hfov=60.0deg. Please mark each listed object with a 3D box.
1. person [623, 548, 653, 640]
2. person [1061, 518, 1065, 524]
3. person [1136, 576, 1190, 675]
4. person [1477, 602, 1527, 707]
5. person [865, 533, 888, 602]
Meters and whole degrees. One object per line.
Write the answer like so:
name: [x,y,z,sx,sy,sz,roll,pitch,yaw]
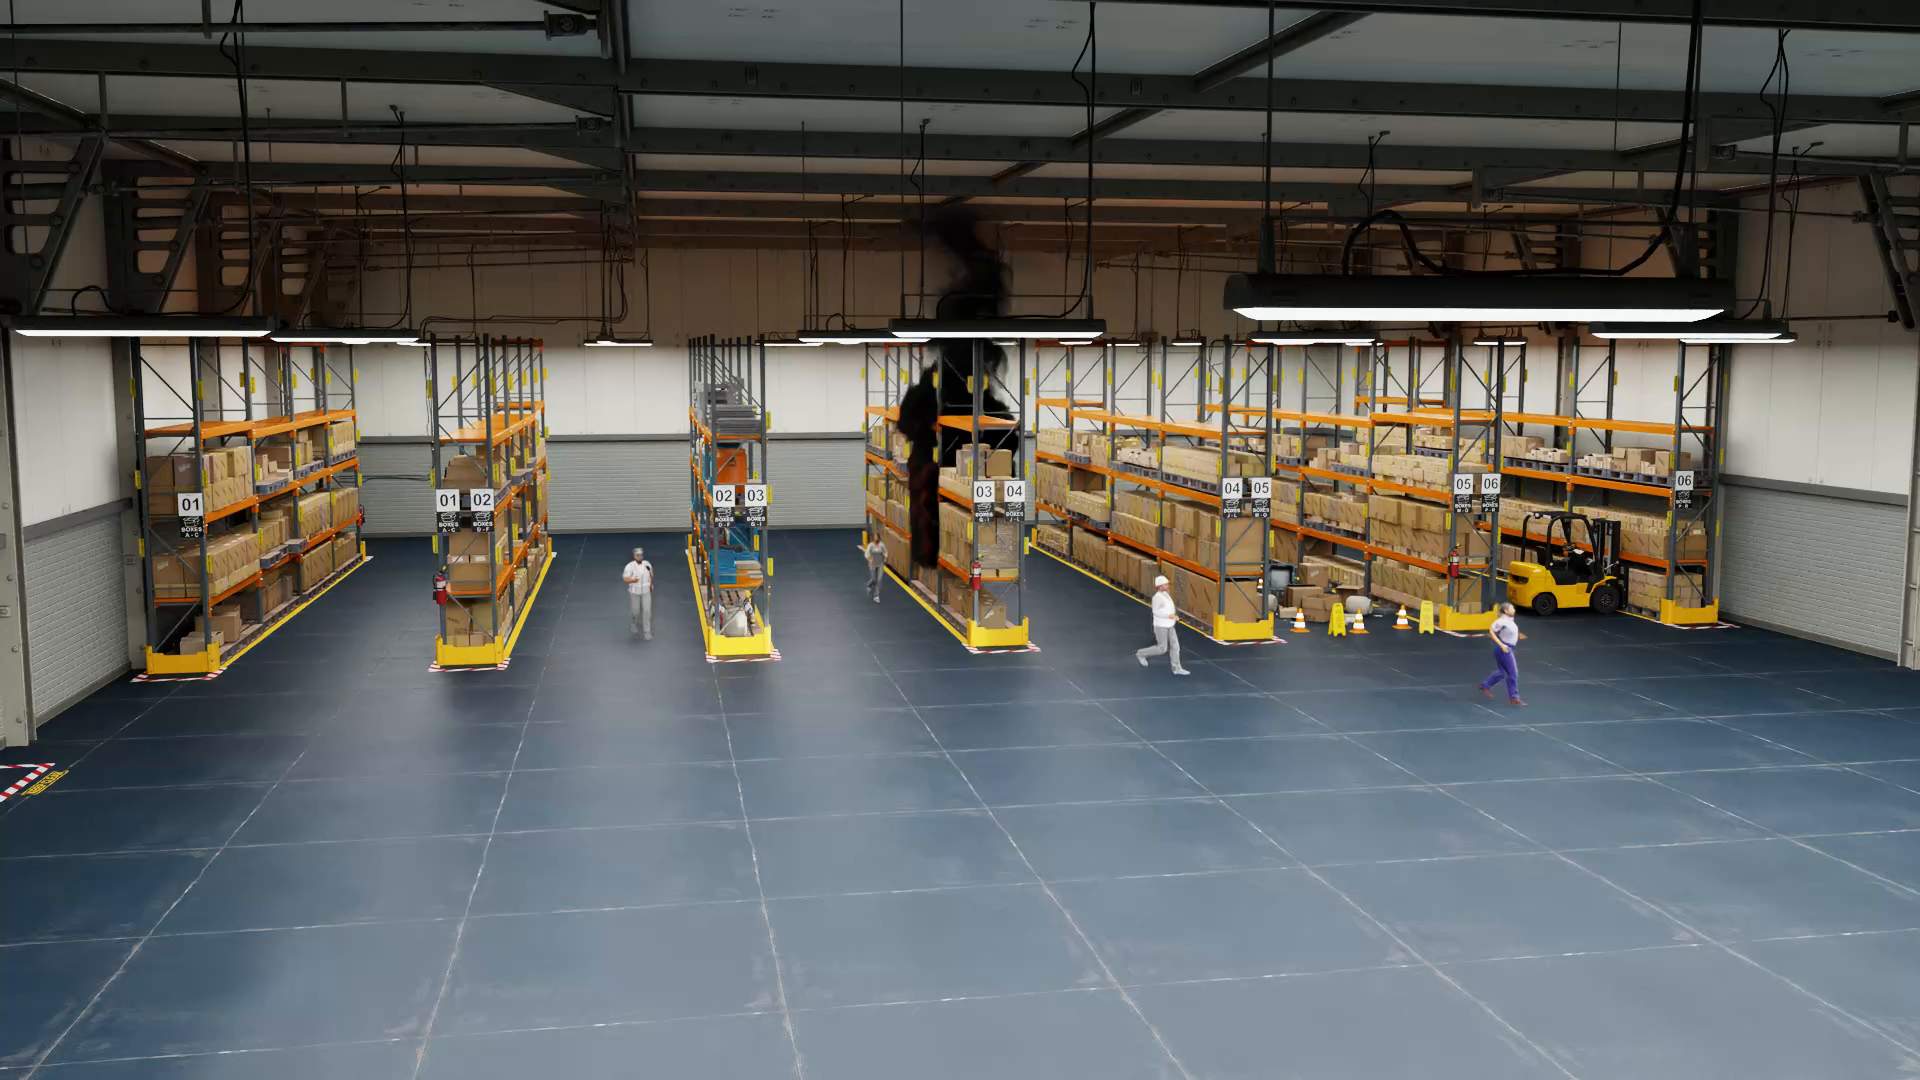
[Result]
person: [-6.357,1.043,33.010,0.659,1.791,0.925,-3,7,-24]
person: [3.216,-0.742,49.797,0.514,1.527,0.558,3,7,28]
person: [3.599,1.500,29.312,0.971,1.741,0.675,3,7,27]
person: [8.805,1.828,26.935,0.813,1.671,0.602,3,7,27]
person: [-1.906,0.609,38.015,0.540,1.580,0.588,-1,7,-13]
